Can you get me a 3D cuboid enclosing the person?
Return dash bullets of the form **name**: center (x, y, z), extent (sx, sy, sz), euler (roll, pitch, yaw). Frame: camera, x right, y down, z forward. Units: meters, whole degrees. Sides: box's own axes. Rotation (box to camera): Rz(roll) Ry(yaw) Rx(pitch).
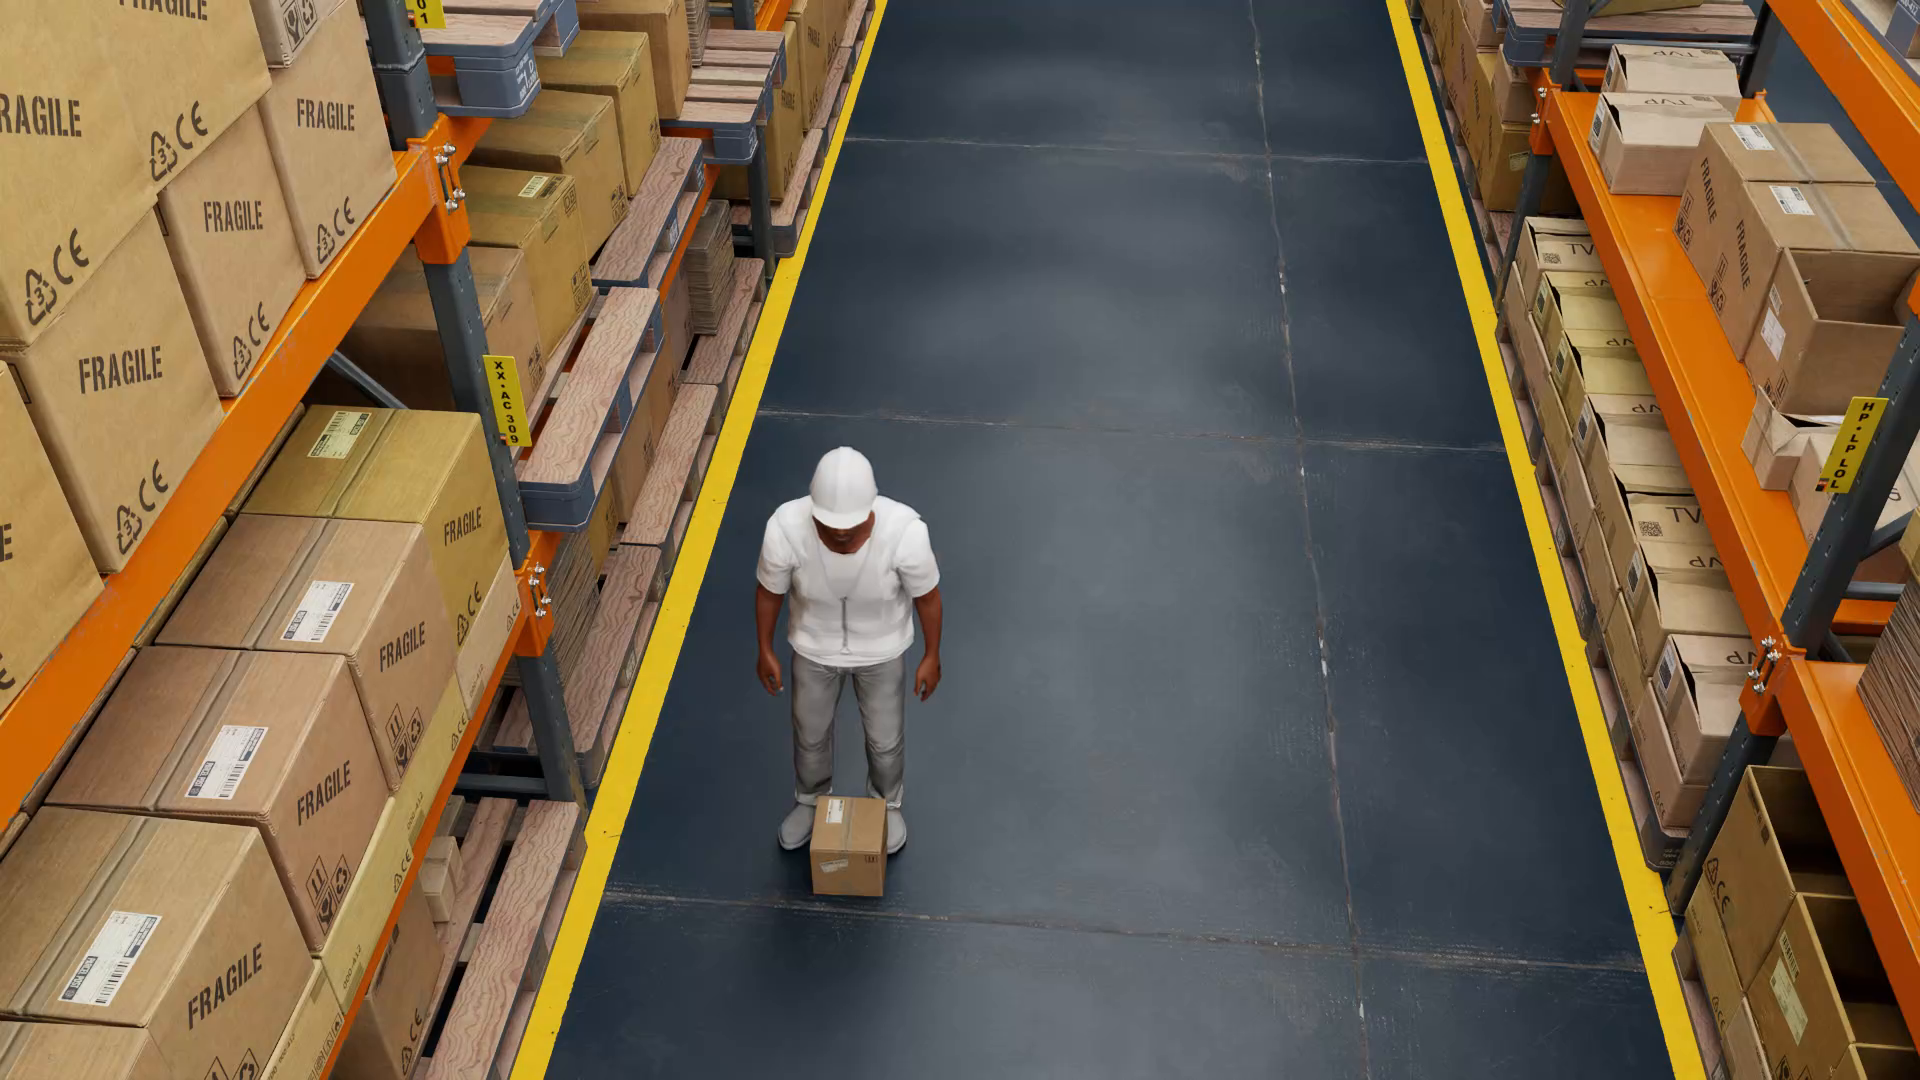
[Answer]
- **person**: center (-0.380, 0.382, 5.683), extent (0.638, 1.761, 0.458), euler (2, 40, 2)
